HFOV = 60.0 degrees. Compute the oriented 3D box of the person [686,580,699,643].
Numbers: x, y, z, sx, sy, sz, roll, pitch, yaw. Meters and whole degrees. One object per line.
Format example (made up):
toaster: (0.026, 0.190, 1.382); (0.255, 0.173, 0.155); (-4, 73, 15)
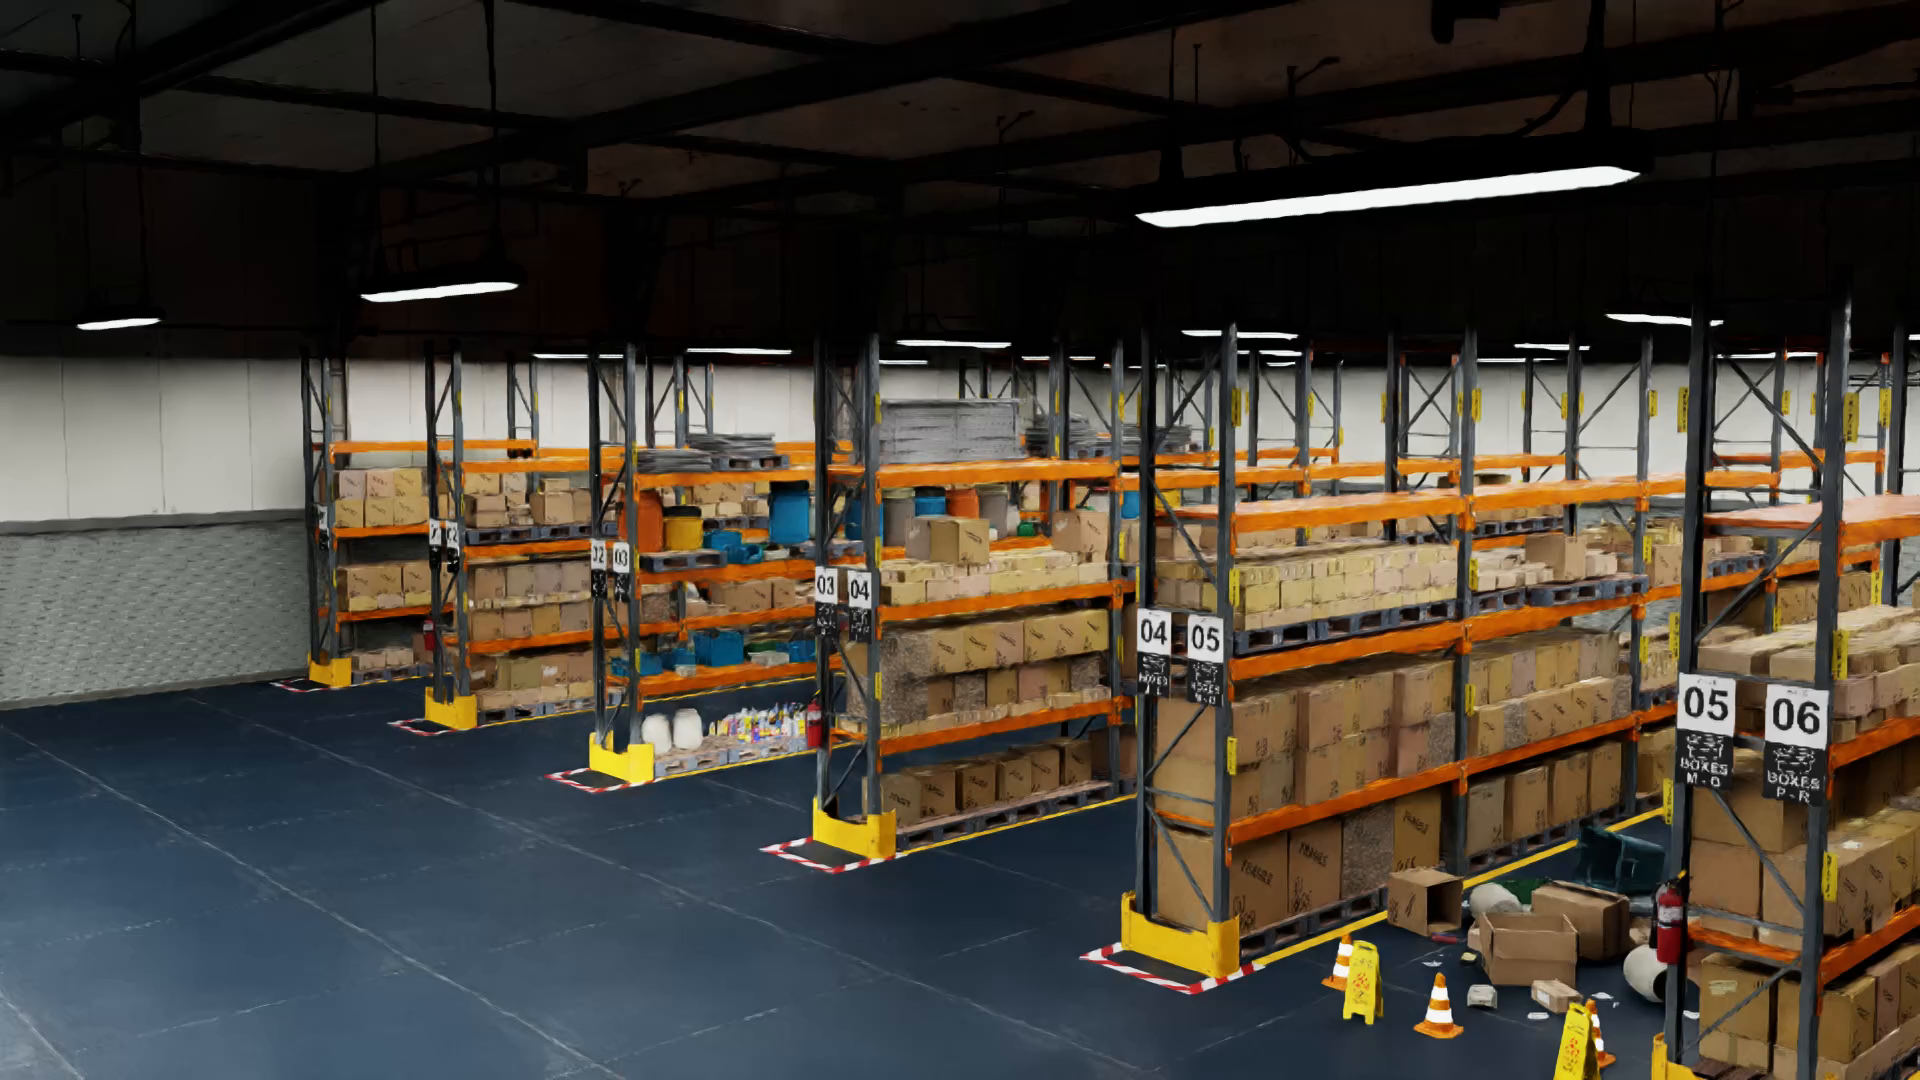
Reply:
person: (-5.431, 1.480, 33.212); (0.435, 1.532, 0.492); (2, 5, 23)
